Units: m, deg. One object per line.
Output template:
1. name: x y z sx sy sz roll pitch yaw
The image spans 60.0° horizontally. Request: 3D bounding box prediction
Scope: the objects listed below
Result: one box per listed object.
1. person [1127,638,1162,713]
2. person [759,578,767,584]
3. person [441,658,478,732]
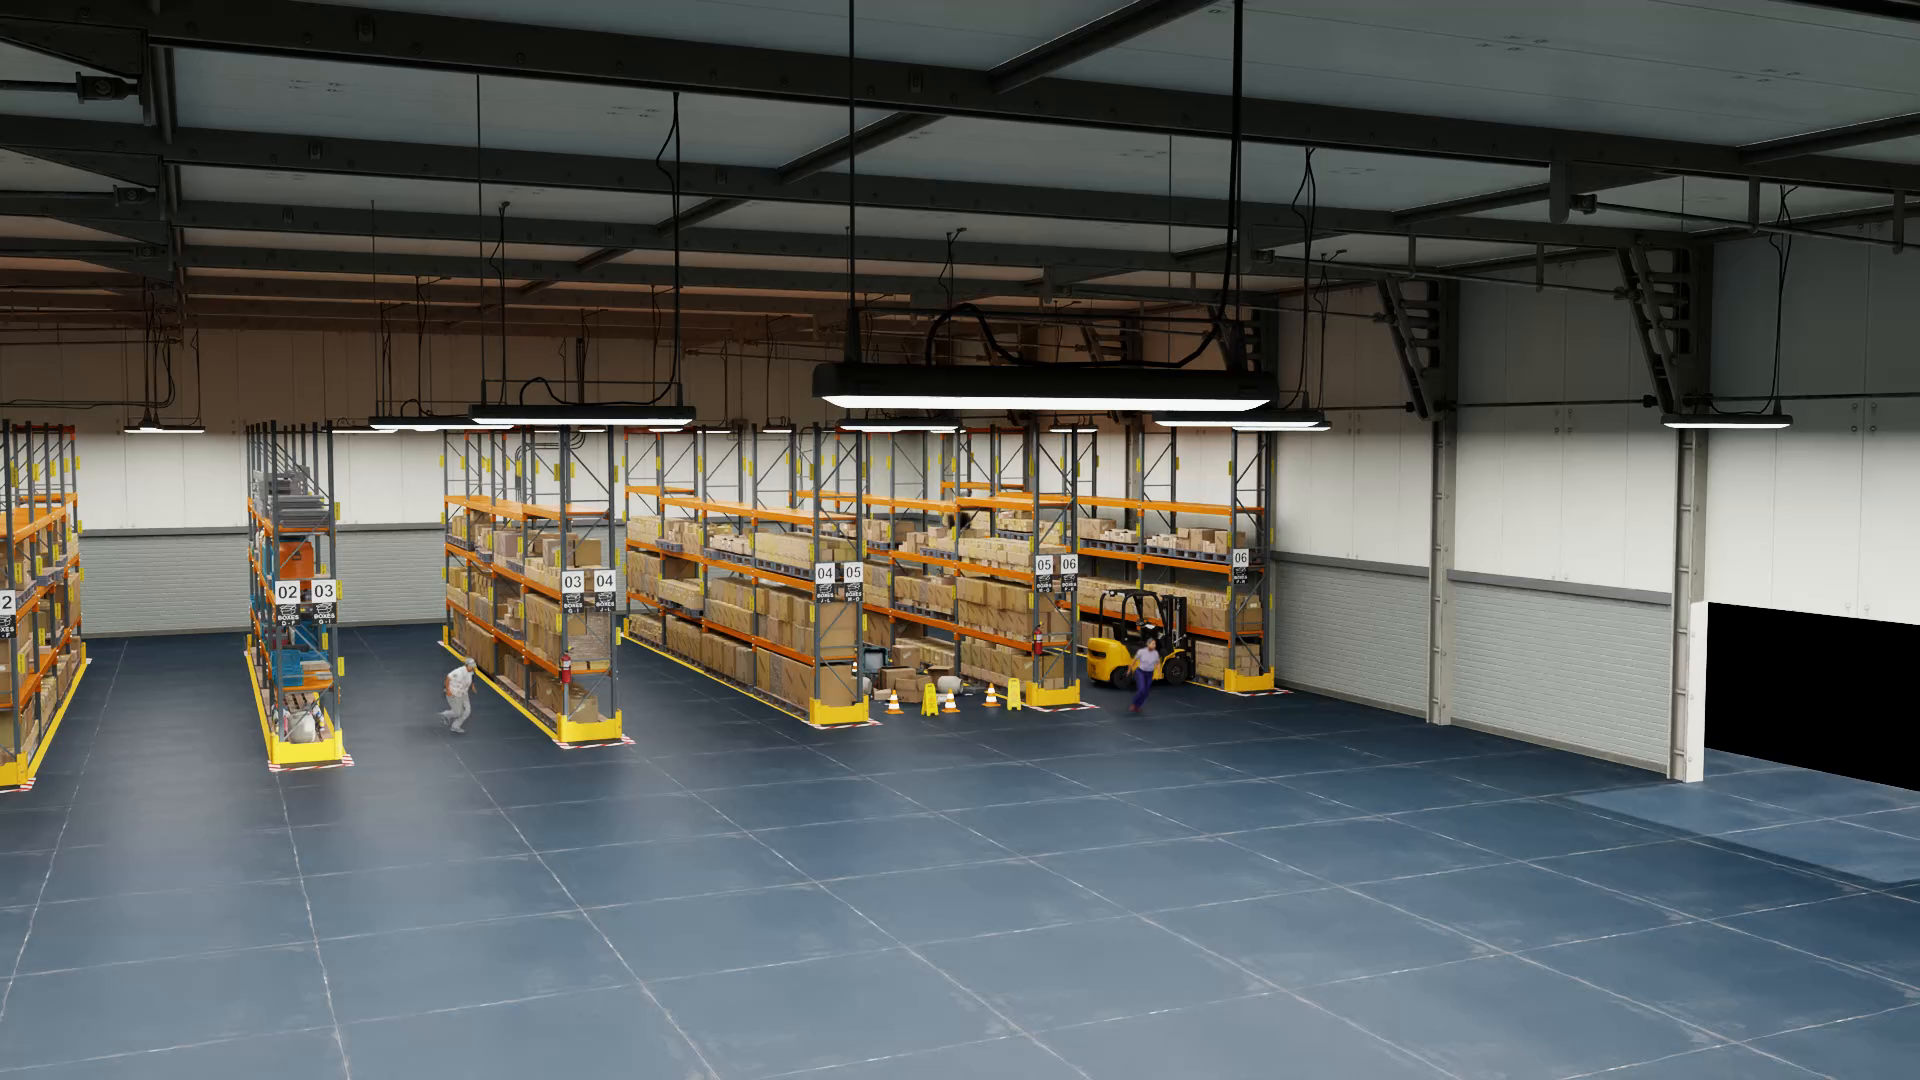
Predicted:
1. person: 3.807 2.789 34.215 0.618 1.589 0.655 -2 4 -25
2. person: -5.361 1.942 46.481 0.826 1.748 0.628 2 4 32
3. person: -9.667 2.994 32.058 0.906 1.479 0.627 2 4 29
